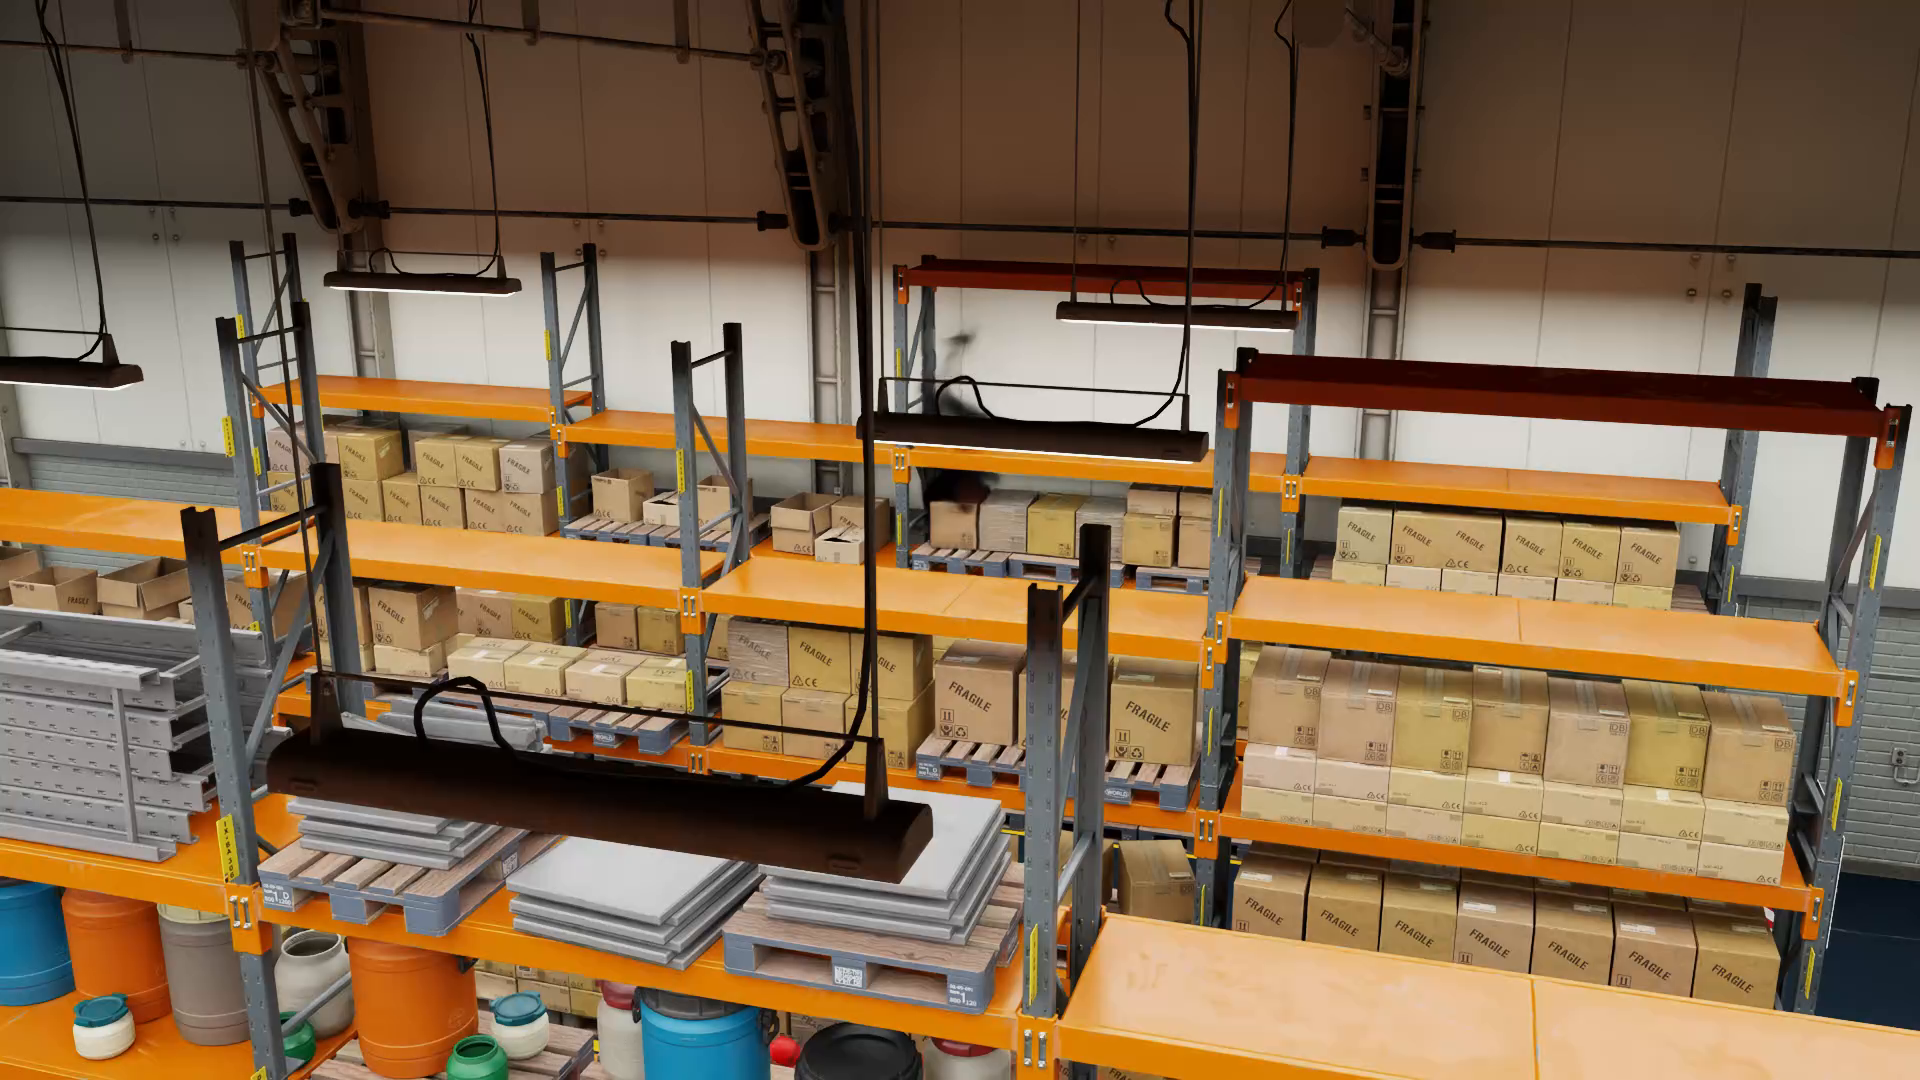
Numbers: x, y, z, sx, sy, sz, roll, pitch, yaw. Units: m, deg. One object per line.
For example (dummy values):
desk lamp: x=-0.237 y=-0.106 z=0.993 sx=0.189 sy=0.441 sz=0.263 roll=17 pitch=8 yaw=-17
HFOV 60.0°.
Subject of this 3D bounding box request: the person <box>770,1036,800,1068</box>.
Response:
person: x=-1.255 y=4.136 z=11.248 sx=0.601 sy=1.740 sz=0.649 roll=1 pitch=16 yaw=5
